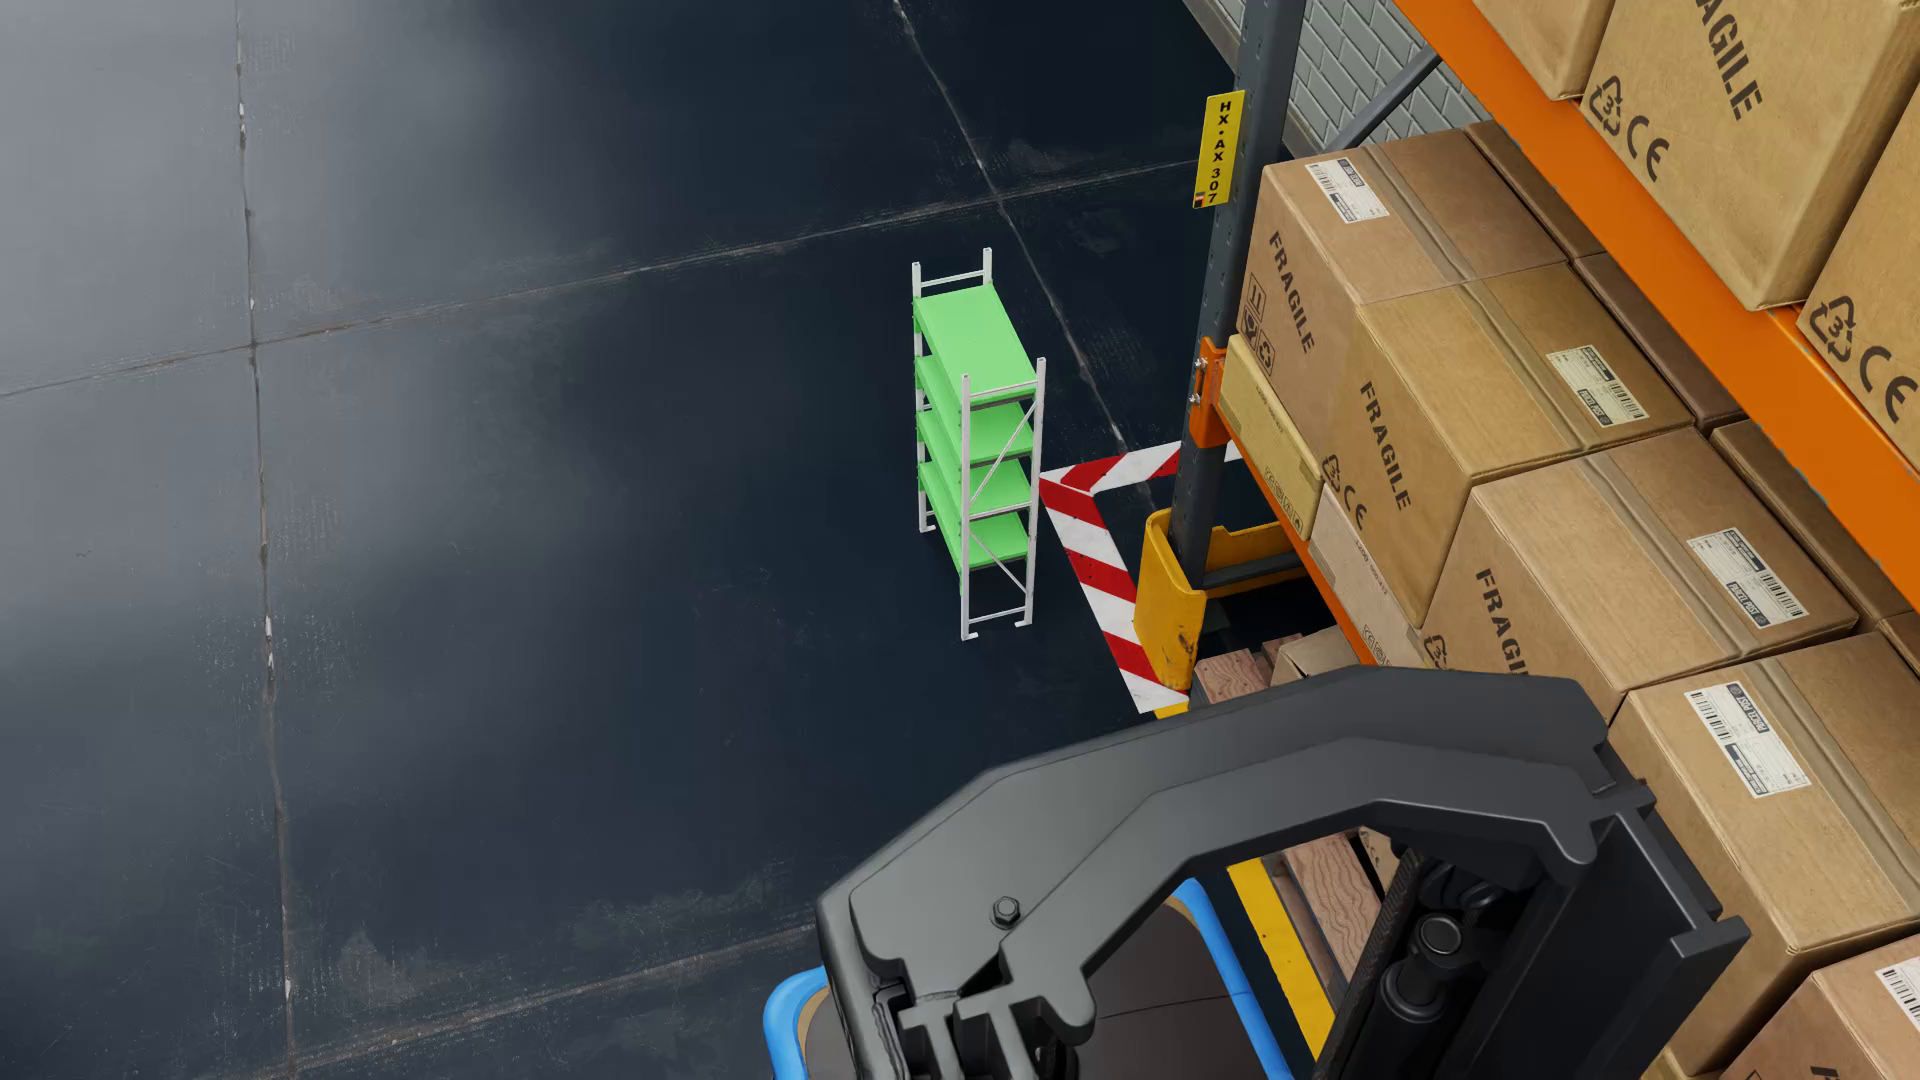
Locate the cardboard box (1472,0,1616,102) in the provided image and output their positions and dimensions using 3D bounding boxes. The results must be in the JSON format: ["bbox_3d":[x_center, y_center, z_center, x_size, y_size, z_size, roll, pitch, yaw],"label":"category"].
[{"bbox_3d":[1.129,-1.087,2.664,0.500,0.500,0.500,-10,51,-9],"label":"cardboard box"}]

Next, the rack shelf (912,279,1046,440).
[{"bbox_3d":[0.049,-0.534,4.871,0.258,0.148,0.480,-13,51,-11],"label":"rack shelf"}]

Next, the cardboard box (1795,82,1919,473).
[{"bbox_3d":[1.465,-0.323,2.020,0.500,0.500,0.500,-10,51,-9],"label":"cardboard box"}]

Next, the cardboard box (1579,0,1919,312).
[{"bbox_3d":[1.287,-0.709,2.345,0.500,0.500,0.500,-11,51,-9],"label":"cardboard box"}]

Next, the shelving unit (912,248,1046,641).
[{"bbox_3d":[0.049,-0.266,5.189,0.258,1.200,0.503,-13,51,-11],"label":"shelving unit"}]

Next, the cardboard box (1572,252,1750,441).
[{"bbox_3d":[1.626,-0.317,3.650,0.500,0.500,0.500,-13,51,-10],"label":"cardboard box"}]

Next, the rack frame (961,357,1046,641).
[{"bbox_3d":[0.121,-0.088,5.039,0.240,1.200,0.015,-13,51,-11],"label":"rack frame"}]

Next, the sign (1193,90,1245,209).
[{"bbox_3d":[0.626,-0.939,4.014,0.100,0.325,0.005,-13,51,-11],"label":"sign"}]

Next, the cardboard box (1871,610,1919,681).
[{"bbox_3d":[1.932,0.428,3.022,0.500,0.500,0.500,-13,51,-10],"label":"cardboard box"}]

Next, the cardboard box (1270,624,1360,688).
[{"bbox_3d":[1.263,0.468,4.865,0.500,0.311,0.500,-19,52,-15],"label":"cardboard box"}]

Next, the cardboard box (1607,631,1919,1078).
[{"bbox_3d":[1.446,0.550,2.919,0.500,0.500,0.500,-12,51,-10],"label":"cardboard box"}]

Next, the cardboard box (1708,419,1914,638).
[{"bbox_3d":[1.783,0.060,3.332,0.500,0.500,0.500,-15,51,-12],"label":"cardboard box"}]

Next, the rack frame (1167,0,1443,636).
[{"bbox_3d":[1.145,-0.783,4.448,1.000,3.000,0.127,-13,51,-11],"label":"rack frame"}]

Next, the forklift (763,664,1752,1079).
[{"bbox_3d":[0.509,1.654,2.439,1.130,2.935,3.031,-14,51,-12],"label":"forklift"}]

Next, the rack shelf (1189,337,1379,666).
[{"bbox_3d":[1.736,0.910,3.492,1.077,0.370,4.000,-13,51,-11],"label":"rack shelf"}]

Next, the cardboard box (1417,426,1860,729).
[{"bbox_3d":[1.282,0.176,3.234,0.500,0.500,0.500,-15,51,-12],"label":"cardboard box"}]

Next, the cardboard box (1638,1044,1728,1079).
[{"bbox_3d":[1.445,0.806,3.193,0.500,0.250,0.500,-13,51,-11],"label":"cardboard box"}]

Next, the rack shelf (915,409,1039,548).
[{"bbox_3d":[0.049,-0.225,5.238,0.258,0.148,0.480,-13,51,-11],"label":"rack shelf"}]

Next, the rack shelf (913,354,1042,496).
[{"bbox_3d":[0.049,-0.379,5.055,0.258,0.148,0.480,-13,51,-11],"label":"rack shelf"}]

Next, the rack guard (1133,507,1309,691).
[{"bbox_3d":[1.167,0.078,5.357,1.175,0.500,0.348,-13,51,-11],"label":"rack guard"}]

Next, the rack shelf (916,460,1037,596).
[{"bbox_3d":[0.049,-0.070,5.422,0.258,0.148,0.480,-13,51,-11],"label":"rack shelf"}]

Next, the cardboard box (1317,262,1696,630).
[{"bbox_3d":[1.135,-0.203,3.554,0.500,0.500,0.500,-13,51,-11],"label":"cardboard box"}]

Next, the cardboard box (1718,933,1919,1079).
[{"bbox_3d":[1.601,0.930,2.599,0.500,0.500,0.500,-15,51,-12],"label":"cardboard box"}]

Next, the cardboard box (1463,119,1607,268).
[{"bbox_3d":[1.487,-0.687,3.961,0.500,0.500,0.500,-14,51,-11],"label":"cardboard box"}]

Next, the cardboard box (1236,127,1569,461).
[{"bbox_3d":[0.999,-0.566,3.860,0.500,0.500,0.500,-13,51,-11],"label":"cardboard box"}]

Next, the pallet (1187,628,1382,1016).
[{"bbox_3d":[1.374,0.773,4.961,1.003,0.211,1.213,-13,51,-11],"label":"pallet"}]

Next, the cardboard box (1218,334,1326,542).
[{"bbox_3d":[0.986,-0.313,4.137,0.500,0.250,0.500,-15,51,-12],"label":"cardboard box"}]

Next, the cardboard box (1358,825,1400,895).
[{"bbox_3d":[1.432,0.884,4.514,0.500,0.311,0.500,-10,51,-8],"label":"cardboard box"}]

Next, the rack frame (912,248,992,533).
[{"bbox_3d":[-0.023,-0.444,5.340,0.240,1.200,0.015,-13,51,-11],"label":"rack frame"}]

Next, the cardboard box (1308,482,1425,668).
[{"bbox_3d":[1.153,0.063,3.820,0.500,0.250,0.500,-15,51,-12],"label":"cardboard box"}]

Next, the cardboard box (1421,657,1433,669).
[{"bbox_3d":[1.298,0.437,3.505,0.500,0.250,0.500,-14,51,-12],"label":"cardboard box"}]
